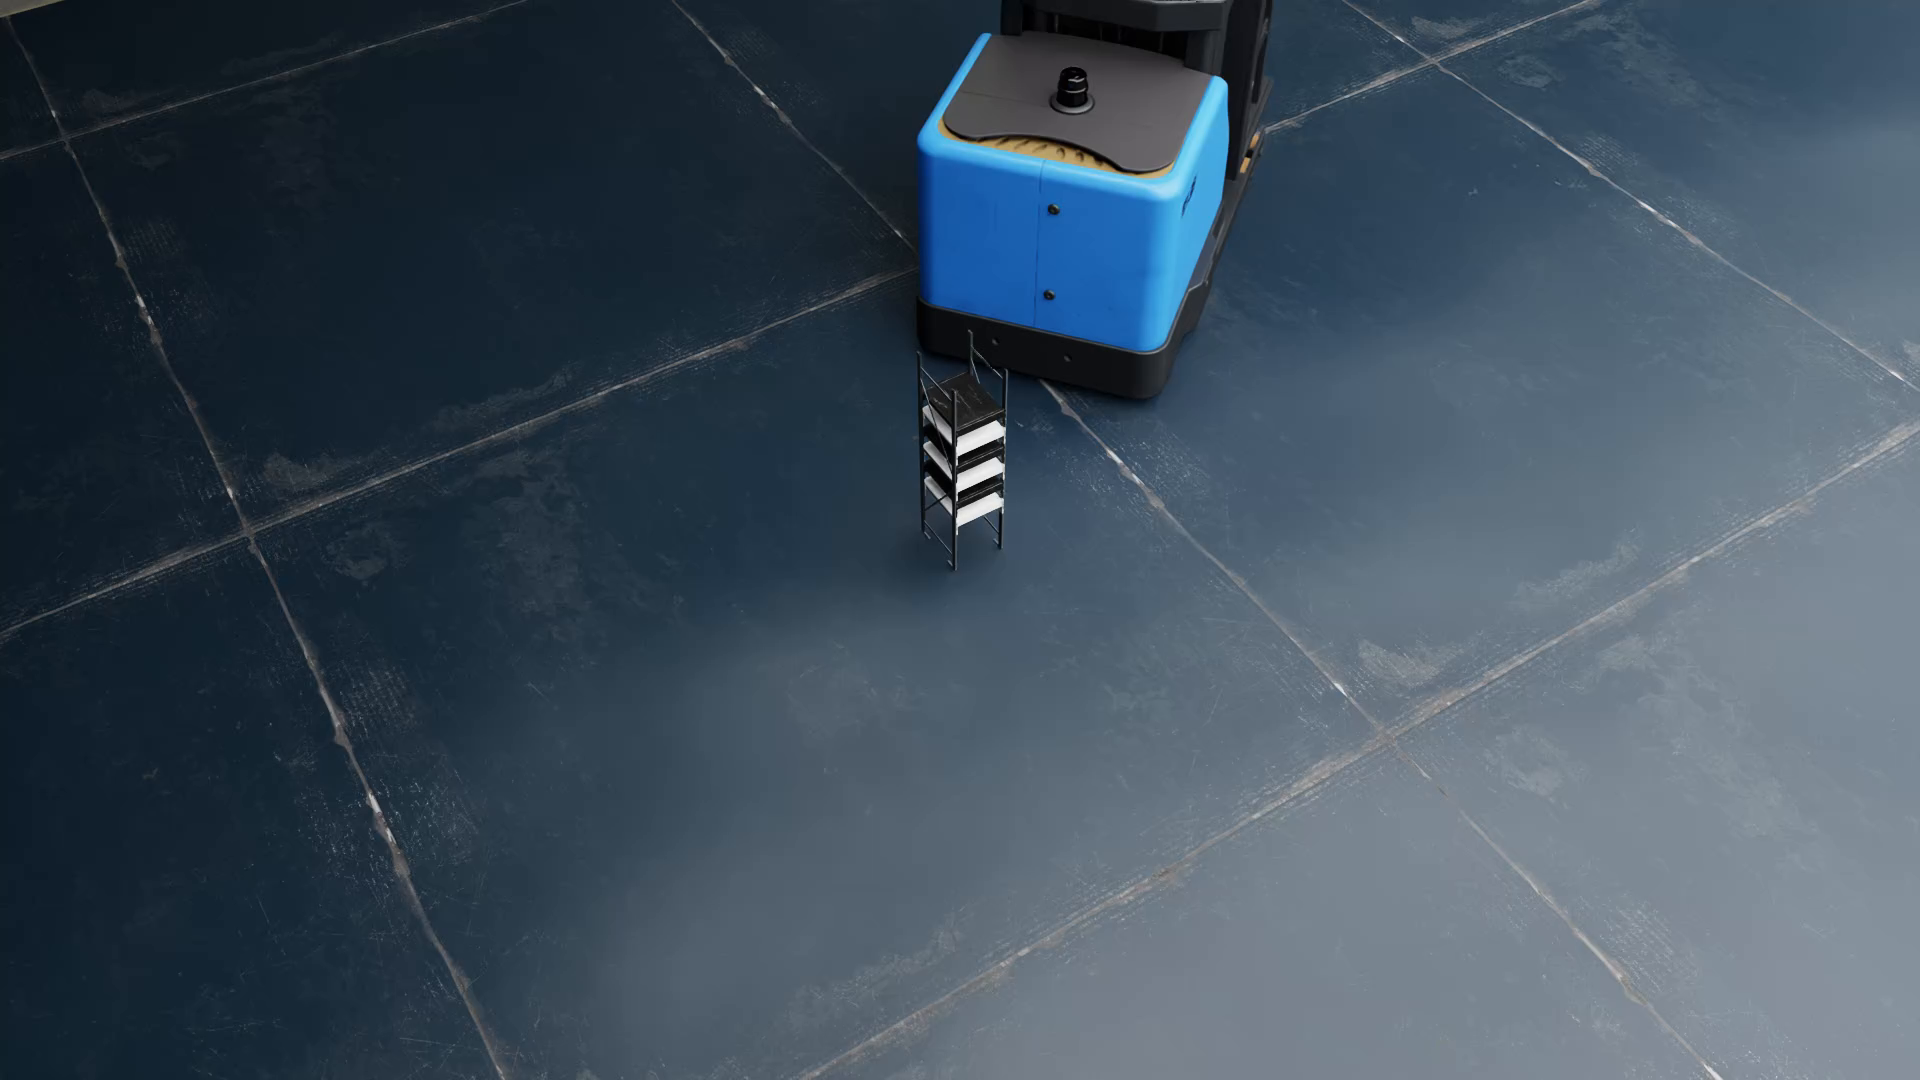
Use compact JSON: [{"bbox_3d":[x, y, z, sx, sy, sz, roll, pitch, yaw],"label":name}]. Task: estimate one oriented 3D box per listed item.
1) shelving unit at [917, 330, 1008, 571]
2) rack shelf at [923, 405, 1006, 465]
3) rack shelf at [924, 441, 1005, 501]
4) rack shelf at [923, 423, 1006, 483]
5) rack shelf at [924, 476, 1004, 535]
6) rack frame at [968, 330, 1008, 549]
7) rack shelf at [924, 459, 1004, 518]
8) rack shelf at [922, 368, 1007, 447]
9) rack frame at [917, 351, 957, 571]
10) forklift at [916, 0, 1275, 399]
[{"bbox_3d":[0.007,-0.303,5.917,0.210,0.900,0.258,-25,53,-21],"label":"shelving unit"},{"bbox_3d":[0.007,-0.400,5.807,0.200,0.077,0.258,-25,53,-21],"label":"rack shelf"},{"bbox_3d":[0.007,-0.280,5.942,0.200,0.077,0.258,-25,53,-21],"label":"rack shelf"},{"bbox_3d":[0.007,-0.340,5.874,0.200,0.077,0.258,-25,53,-21],"label":"rack shelf"},{"bbox_3d":[0.007,-0.161,6.076,0.200,0.077,0.258,-25,53,-21],"label":"rack shelf"},{"bbox_3d":[0.093,-0.343,5.953,0.006,0.900,0.240,-25,53,-21],"label":"rack frame"},{"bbox_3d":[0.007,-0.220,6.009,0.200,0.077,0.258,-25,53,-21],"label":"rack shelf"},{"bbox_3d":[0.007,-0.460,5.740,0.200,0.077,0.258,-25,53,-21],"label":"rack shelf"},{"bbox_3d":[-0.079,-0.262,5.881,0.006,0.900,0.240,-25,53,-21],"label":"rack frame"},{"bbox_3d":[0.785,-2.666,6.662,1.130,2.935,3.031,15,50,13],"label":"forklift"}]
